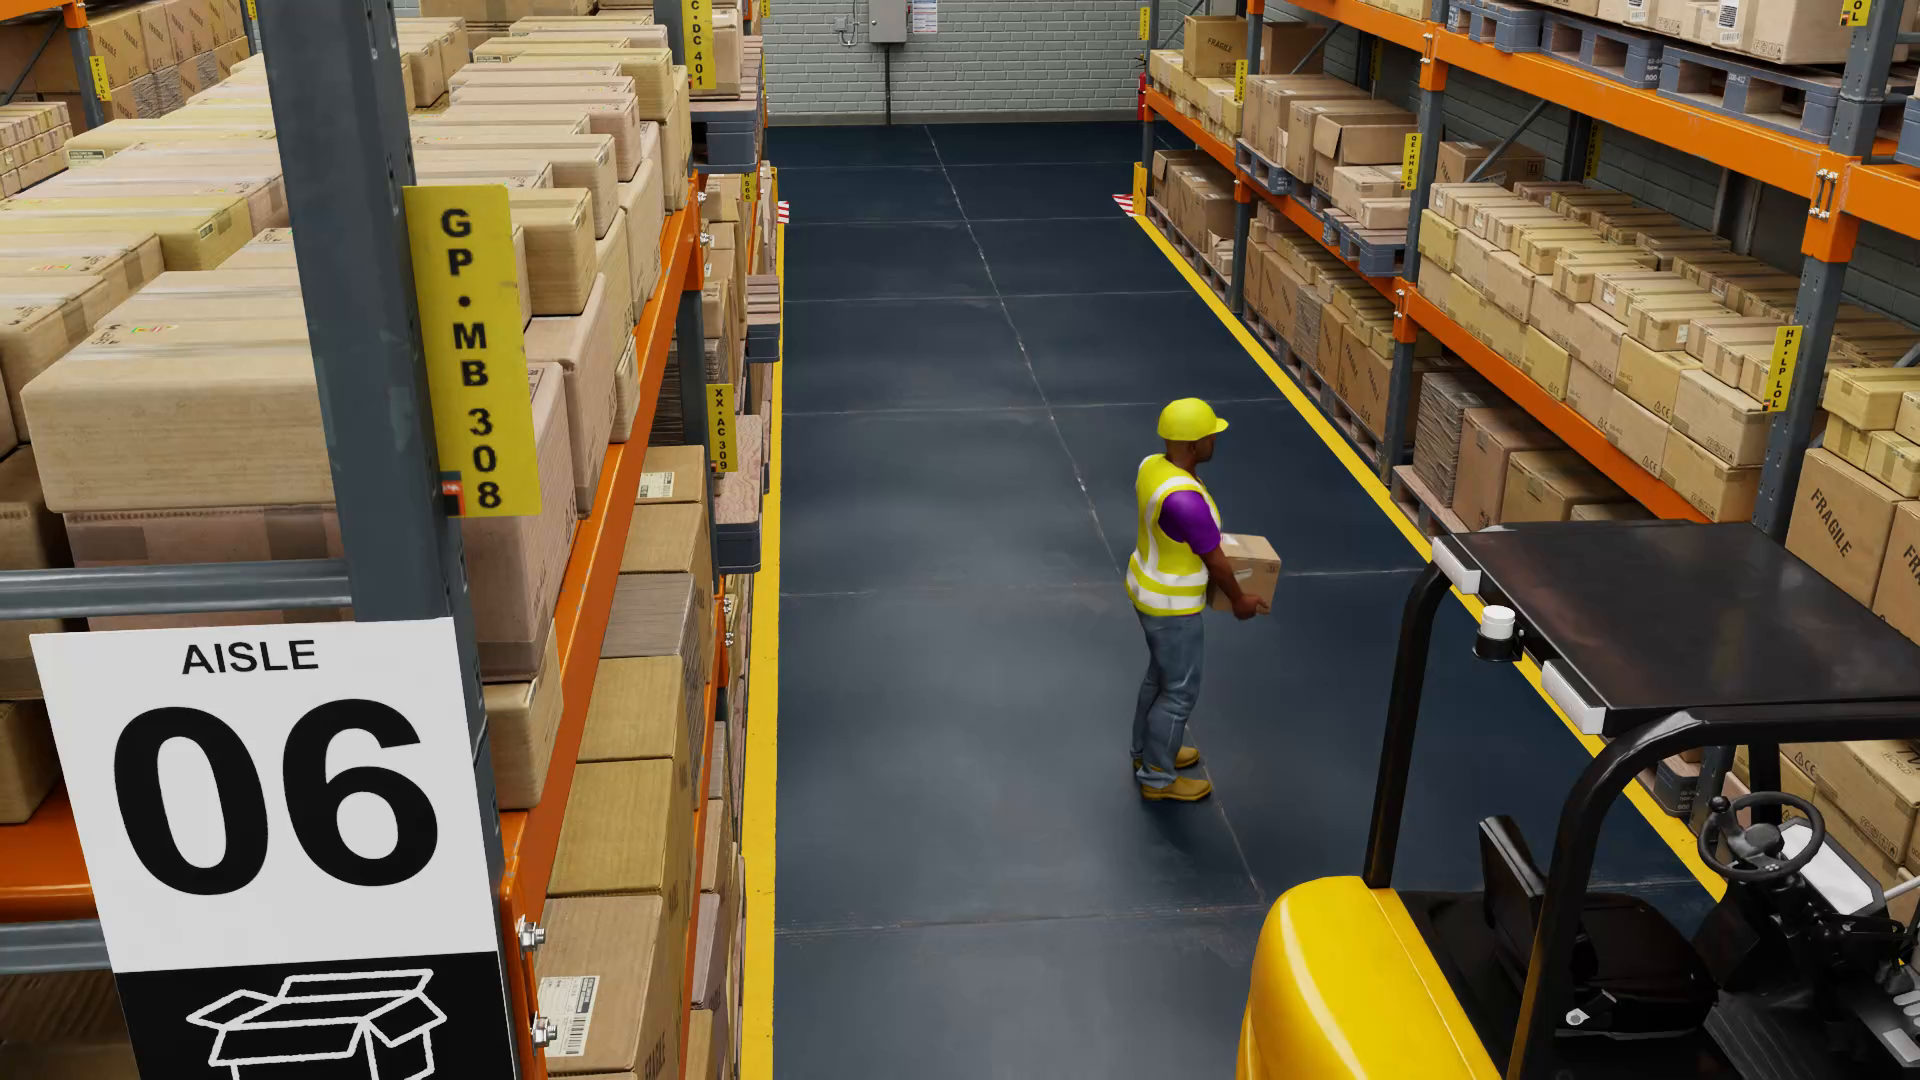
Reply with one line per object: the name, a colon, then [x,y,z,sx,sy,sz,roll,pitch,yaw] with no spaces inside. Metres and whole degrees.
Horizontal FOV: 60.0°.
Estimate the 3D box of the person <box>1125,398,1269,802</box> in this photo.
person: [0.990,0.241,7.022,0.562,1.762,0.505,-3,24,-6]
